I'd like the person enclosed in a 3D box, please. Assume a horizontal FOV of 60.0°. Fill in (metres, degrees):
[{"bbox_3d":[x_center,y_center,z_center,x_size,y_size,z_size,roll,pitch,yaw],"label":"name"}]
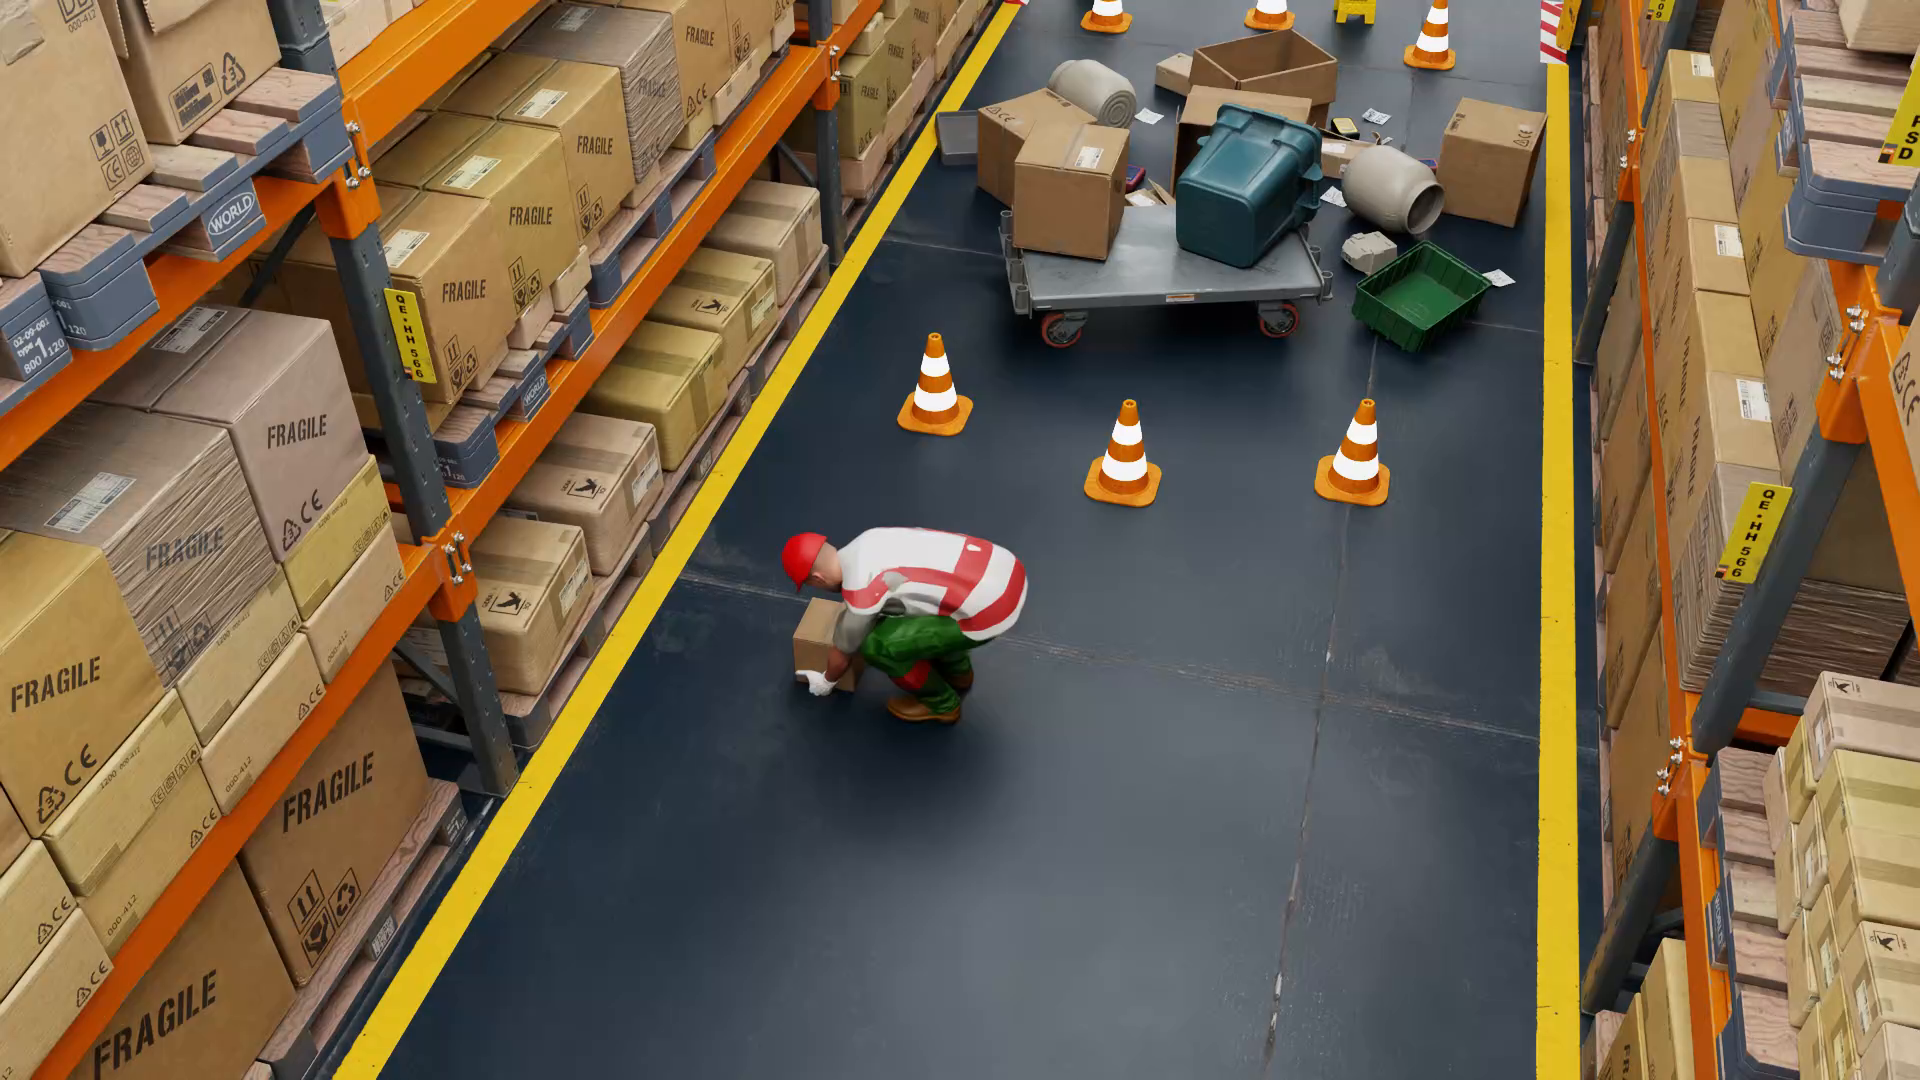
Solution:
[{"bbox_3d":[-0.225,0.322,6.549,0.966,0.817,0.516,9,41,10],"label":"person"}]
